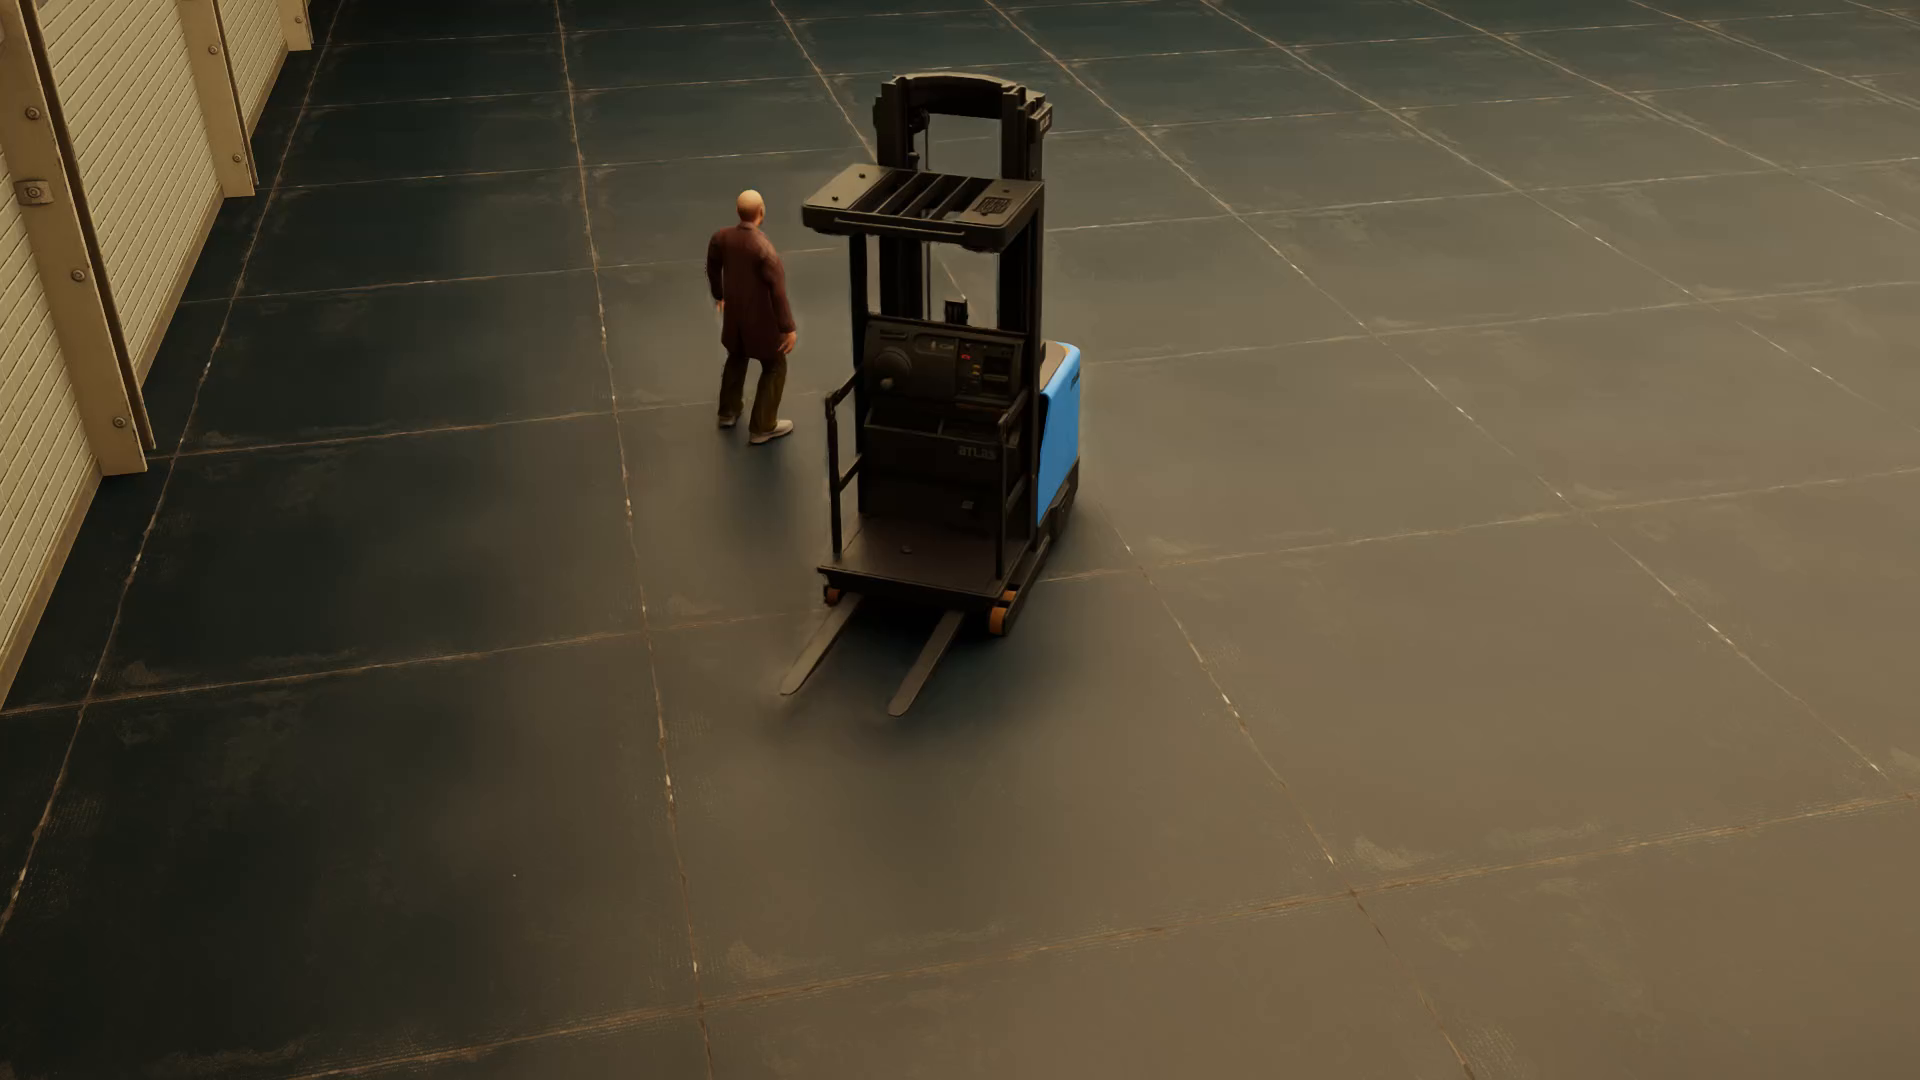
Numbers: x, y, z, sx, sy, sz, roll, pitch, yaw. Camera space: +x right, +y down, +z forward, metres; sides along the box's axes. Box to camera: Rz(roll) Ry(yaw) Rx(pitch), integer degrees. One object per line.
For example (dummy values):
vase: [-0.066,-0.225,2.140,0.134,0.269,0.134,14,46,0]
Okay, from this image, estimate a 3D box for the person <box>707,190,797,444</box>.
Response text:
person: [-1.410,-1.544,11.421,0.826,1.752,0.444,20,35,30]

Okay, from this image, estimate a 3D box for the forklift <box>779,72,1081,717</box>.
forklift: [-0.163,-0.946,9.209,1.130,2.935,3.031,9,31,15]
